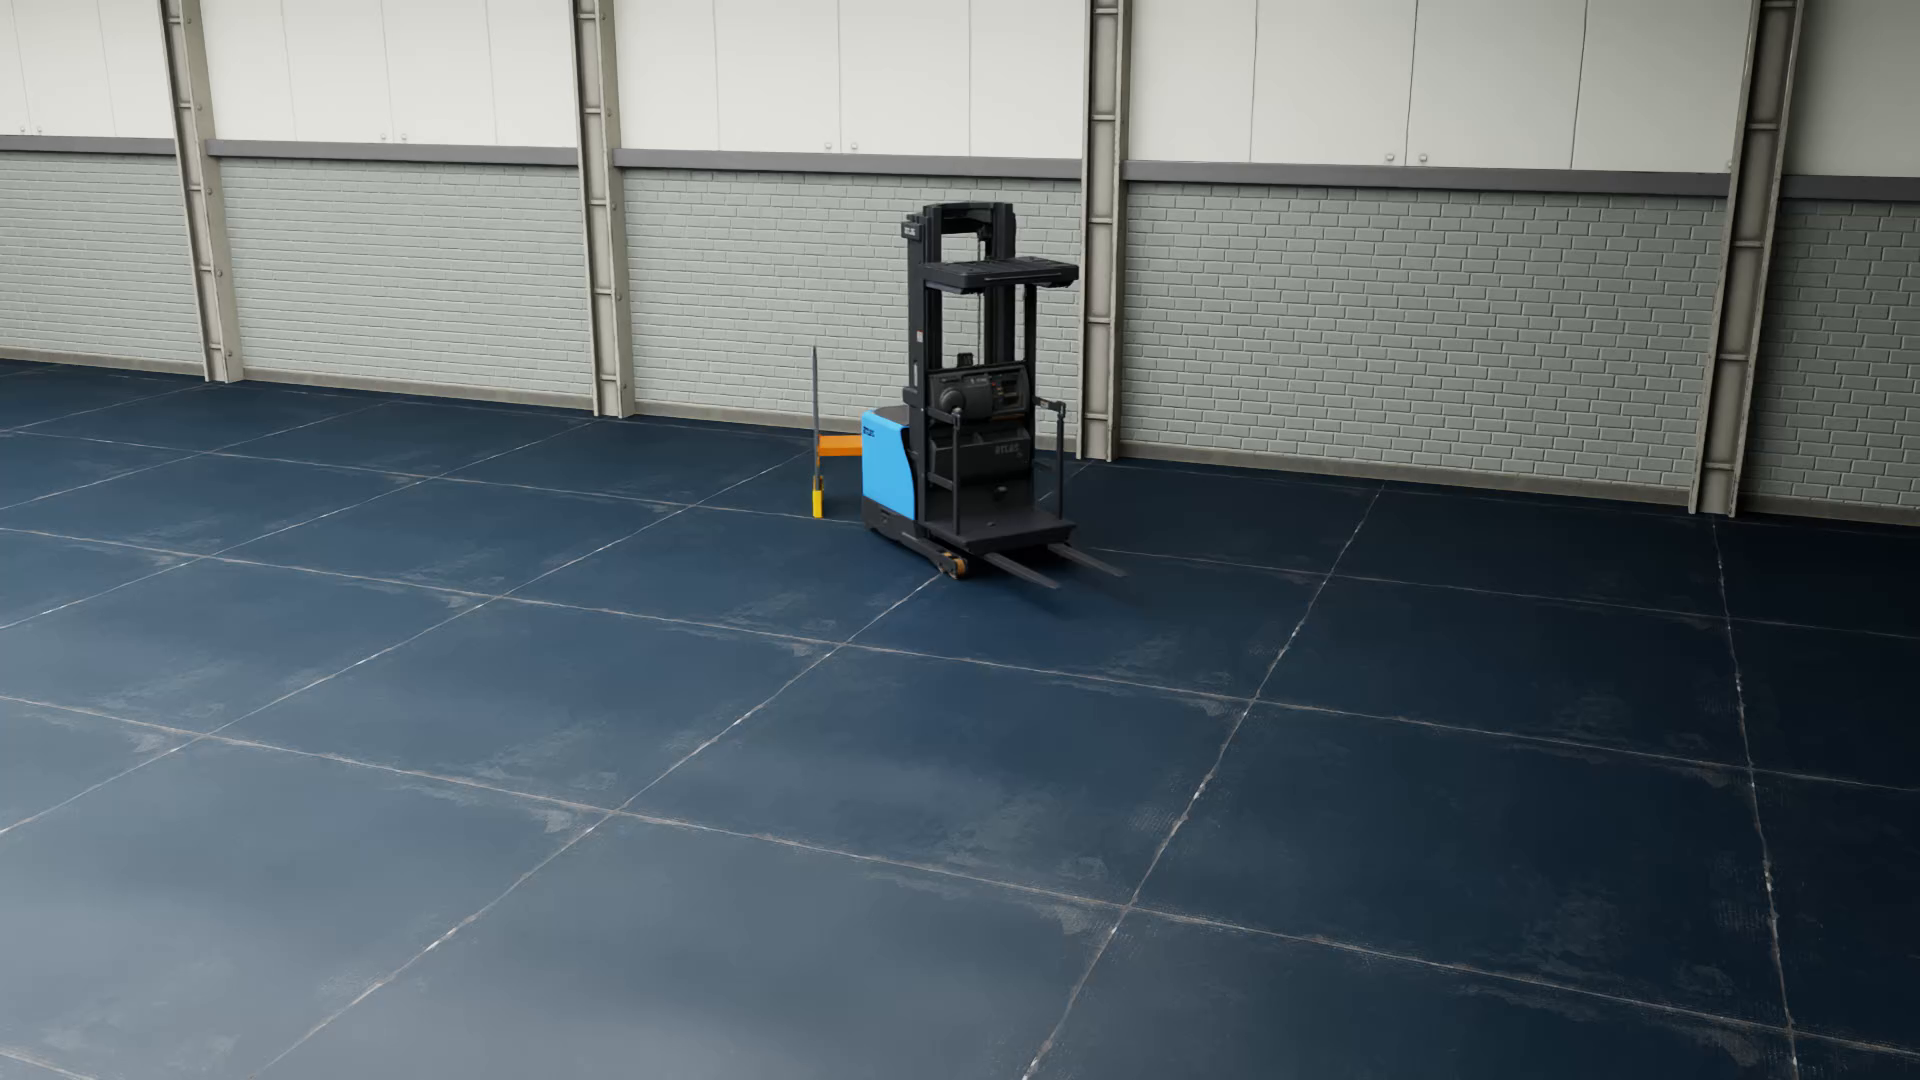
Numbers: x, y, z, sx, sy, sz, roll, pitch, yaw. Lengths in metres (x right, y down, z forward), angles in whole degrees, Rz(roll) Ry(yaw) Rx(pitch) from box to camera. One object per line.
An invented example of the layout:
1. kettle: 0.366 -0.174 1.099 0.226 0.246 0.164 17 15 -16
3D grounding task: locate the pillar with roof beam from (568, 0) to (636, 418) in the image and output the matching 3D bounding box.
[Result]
1. pillar with roof beam: -5.691 -4.702 14.730 0.400 9.000 9.100 6 17 21

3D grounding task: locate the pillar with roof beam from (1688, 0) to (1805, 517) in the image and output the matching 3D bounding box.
1. pillar with roof beam: 5.472 -3.475 10.502 0.400 9.000 9.100 6 17 21

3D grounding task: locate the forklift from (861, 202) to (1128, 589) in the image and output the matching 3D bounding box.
1. forklift: 0.271 -1.238 13.681 1.130 2.935 3.031 -9 18 -28

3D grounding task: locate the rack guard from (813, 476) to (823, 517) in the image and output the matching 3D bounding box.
1. rack guard: -1.336 -0.413 15.646 0.087 0.250 0.587 -1 16 -4

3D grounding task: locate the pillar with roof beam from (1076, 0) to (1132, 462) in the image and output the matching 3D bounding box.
1. pillar with roof beam: -0.110 -4.088 12.616 0.400 9.000 9.100 6 17 21

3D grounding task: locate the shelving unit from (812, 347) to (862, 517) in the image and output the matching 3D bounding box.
1. shelving unit: -0.839 -1.022 15.504 1.083 1.500 0.587 -1 16 -4

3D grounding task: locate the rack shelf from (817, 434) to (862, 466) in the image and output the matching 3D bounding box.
1. rack shelf: -0.830 -0.850 15.555 1.000 0.185 0.538 -1 16 -4

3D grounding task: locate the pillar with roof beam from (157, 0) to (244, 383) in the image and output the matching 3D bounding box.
1. pillar with roof beam: -11.273 -5.316 16.844 0.400 9.000 9.100 6 17 21

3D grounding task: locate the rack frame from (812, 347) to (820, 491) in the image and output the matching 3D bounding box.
1. rack frame: -1.337 -1.013 15.472 0.032 1.500 0.500 -1 16 -4
